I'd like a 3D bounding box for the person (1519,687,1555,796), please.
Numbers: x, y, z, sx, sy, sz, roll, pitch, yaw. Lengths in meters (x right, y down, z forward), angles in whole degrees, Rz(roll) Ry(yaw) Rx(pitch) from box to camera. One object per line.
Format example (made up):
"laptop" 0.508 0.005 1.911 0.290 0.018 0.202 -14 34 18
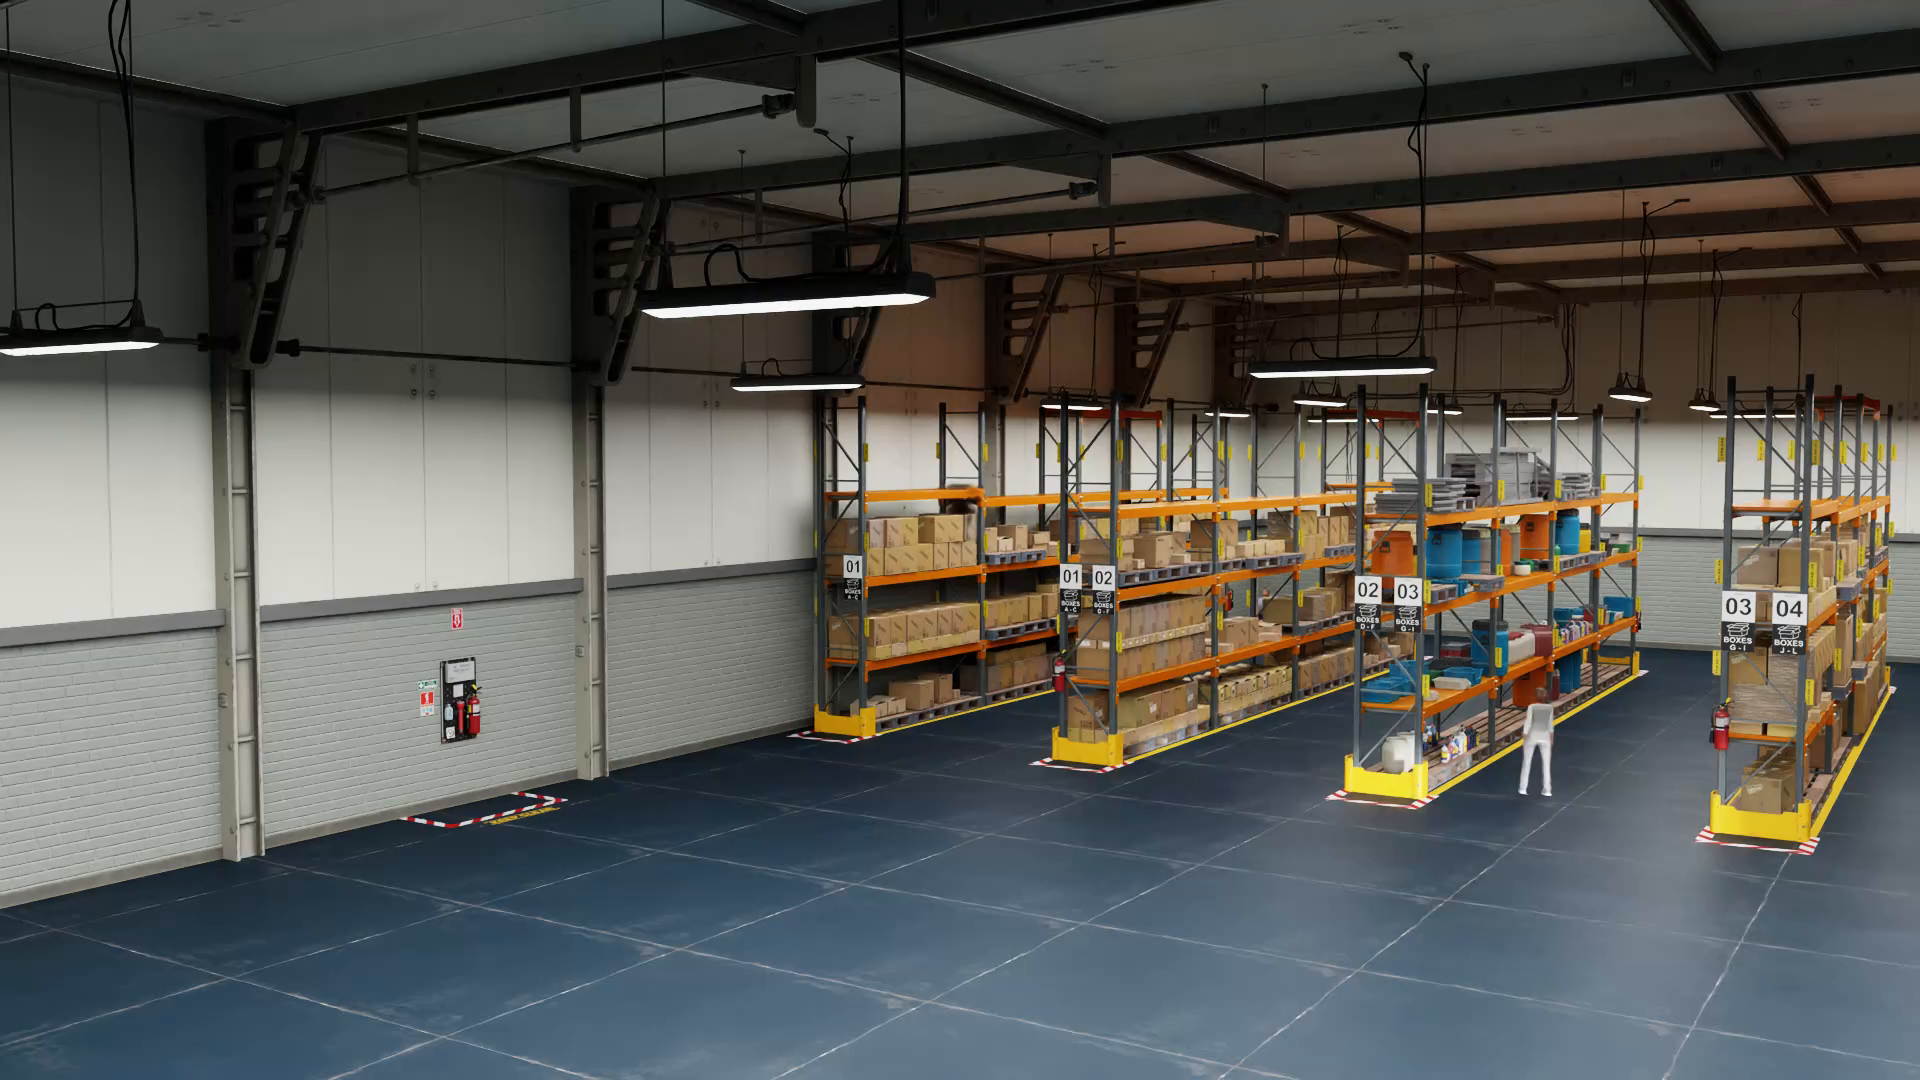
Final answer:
"person" 8.420 2.933 24.276 0.489 1.603 0.342 1 3 22

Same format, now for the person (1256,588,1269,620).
"person" 7.703 2.013 41.898 0.542 1.576 0.951 1 3 17
